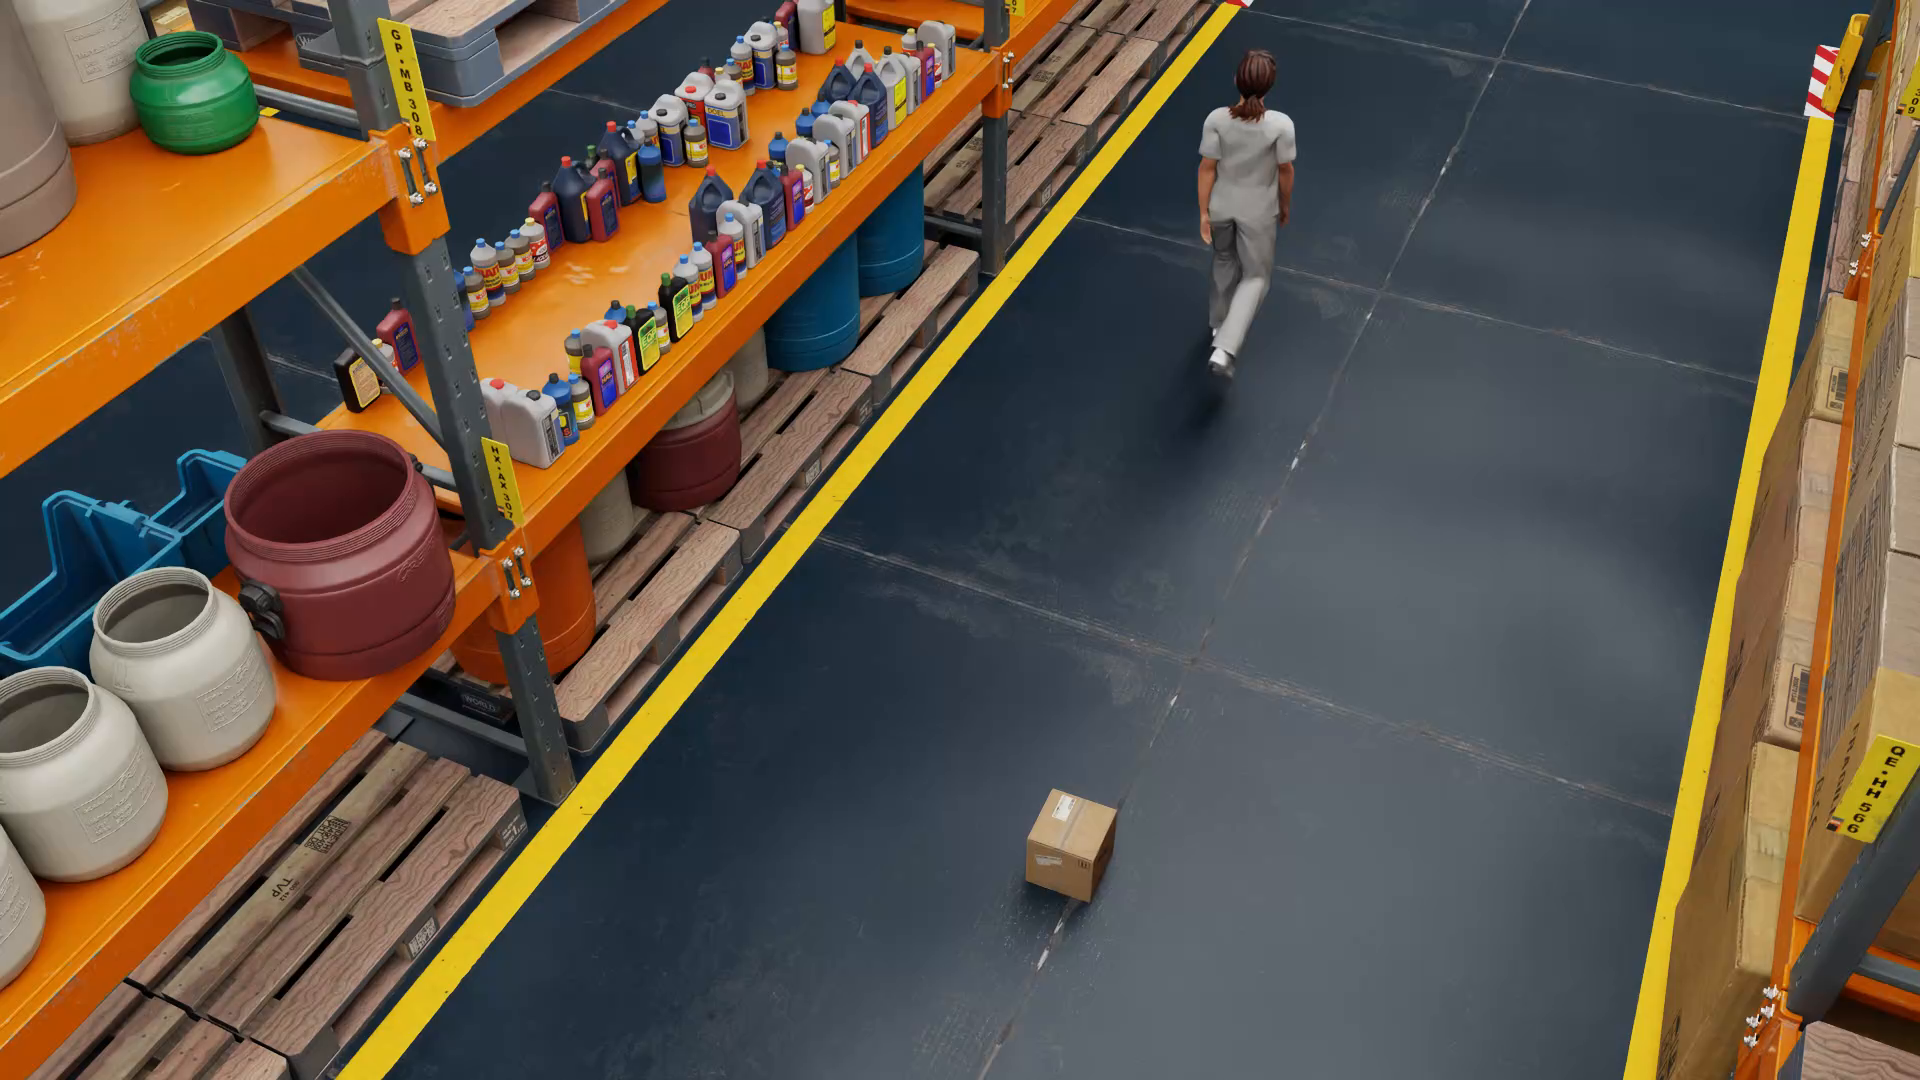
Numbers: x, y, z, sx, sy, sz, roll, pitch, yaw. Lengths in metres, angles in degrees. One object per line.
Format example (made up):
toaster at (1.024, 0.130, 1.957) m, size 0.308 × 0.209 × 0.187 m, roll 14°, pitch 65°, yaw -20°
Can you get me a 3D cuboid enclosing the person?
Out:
person at (1.322, -1.541, 7.856) m, size 0.436 × 1.641 × 0.856 m, roll 15°, pitch 44°, yaw 16°
